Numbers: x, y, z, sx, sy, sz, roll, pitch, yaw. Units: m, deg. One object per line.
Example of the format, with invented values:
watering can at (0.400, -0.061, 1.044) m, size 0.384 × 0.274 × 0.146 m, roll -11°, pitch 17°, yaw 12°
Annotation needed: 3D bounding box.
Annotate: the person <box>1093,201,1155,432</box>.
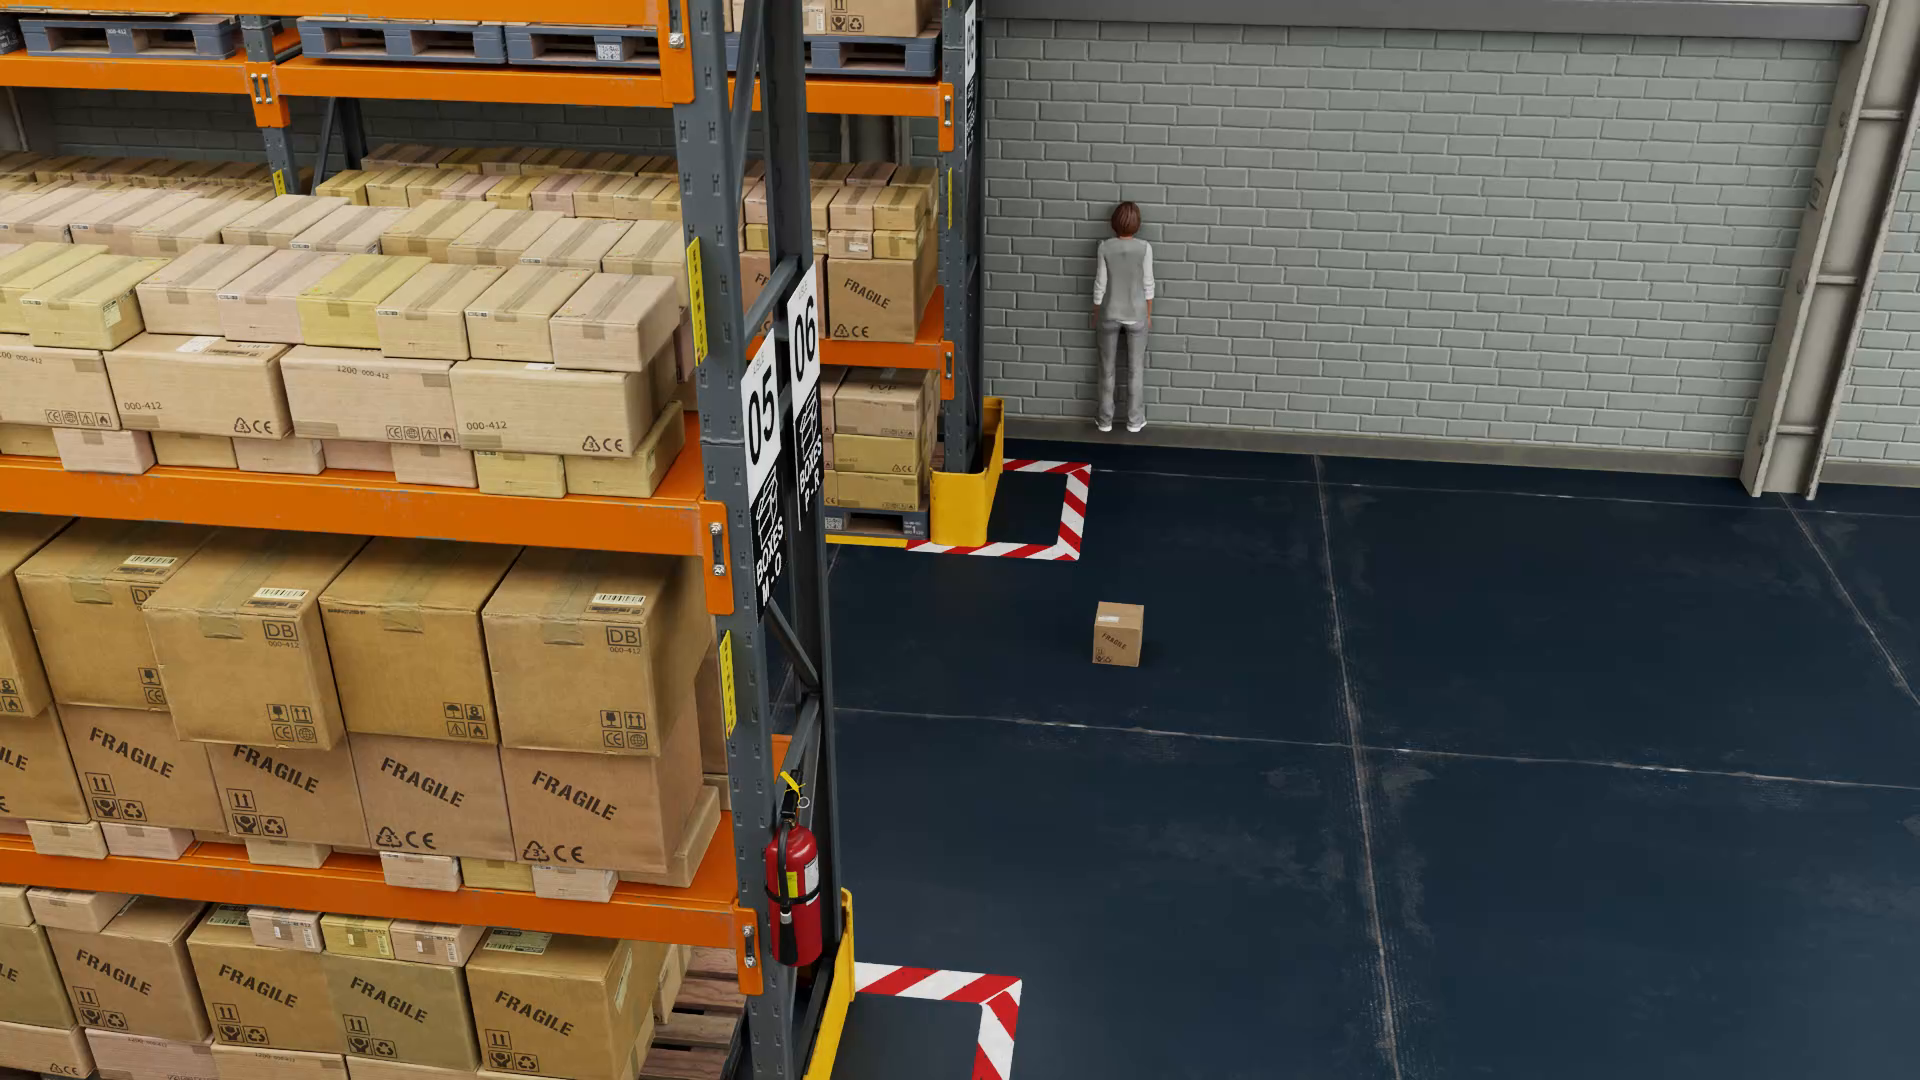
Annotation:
person at (1.085, -1.484, 11.106) m, size 0.407 × 1.604 × 0.309 m, roll 3°, pitch 29°, yaw 5°
